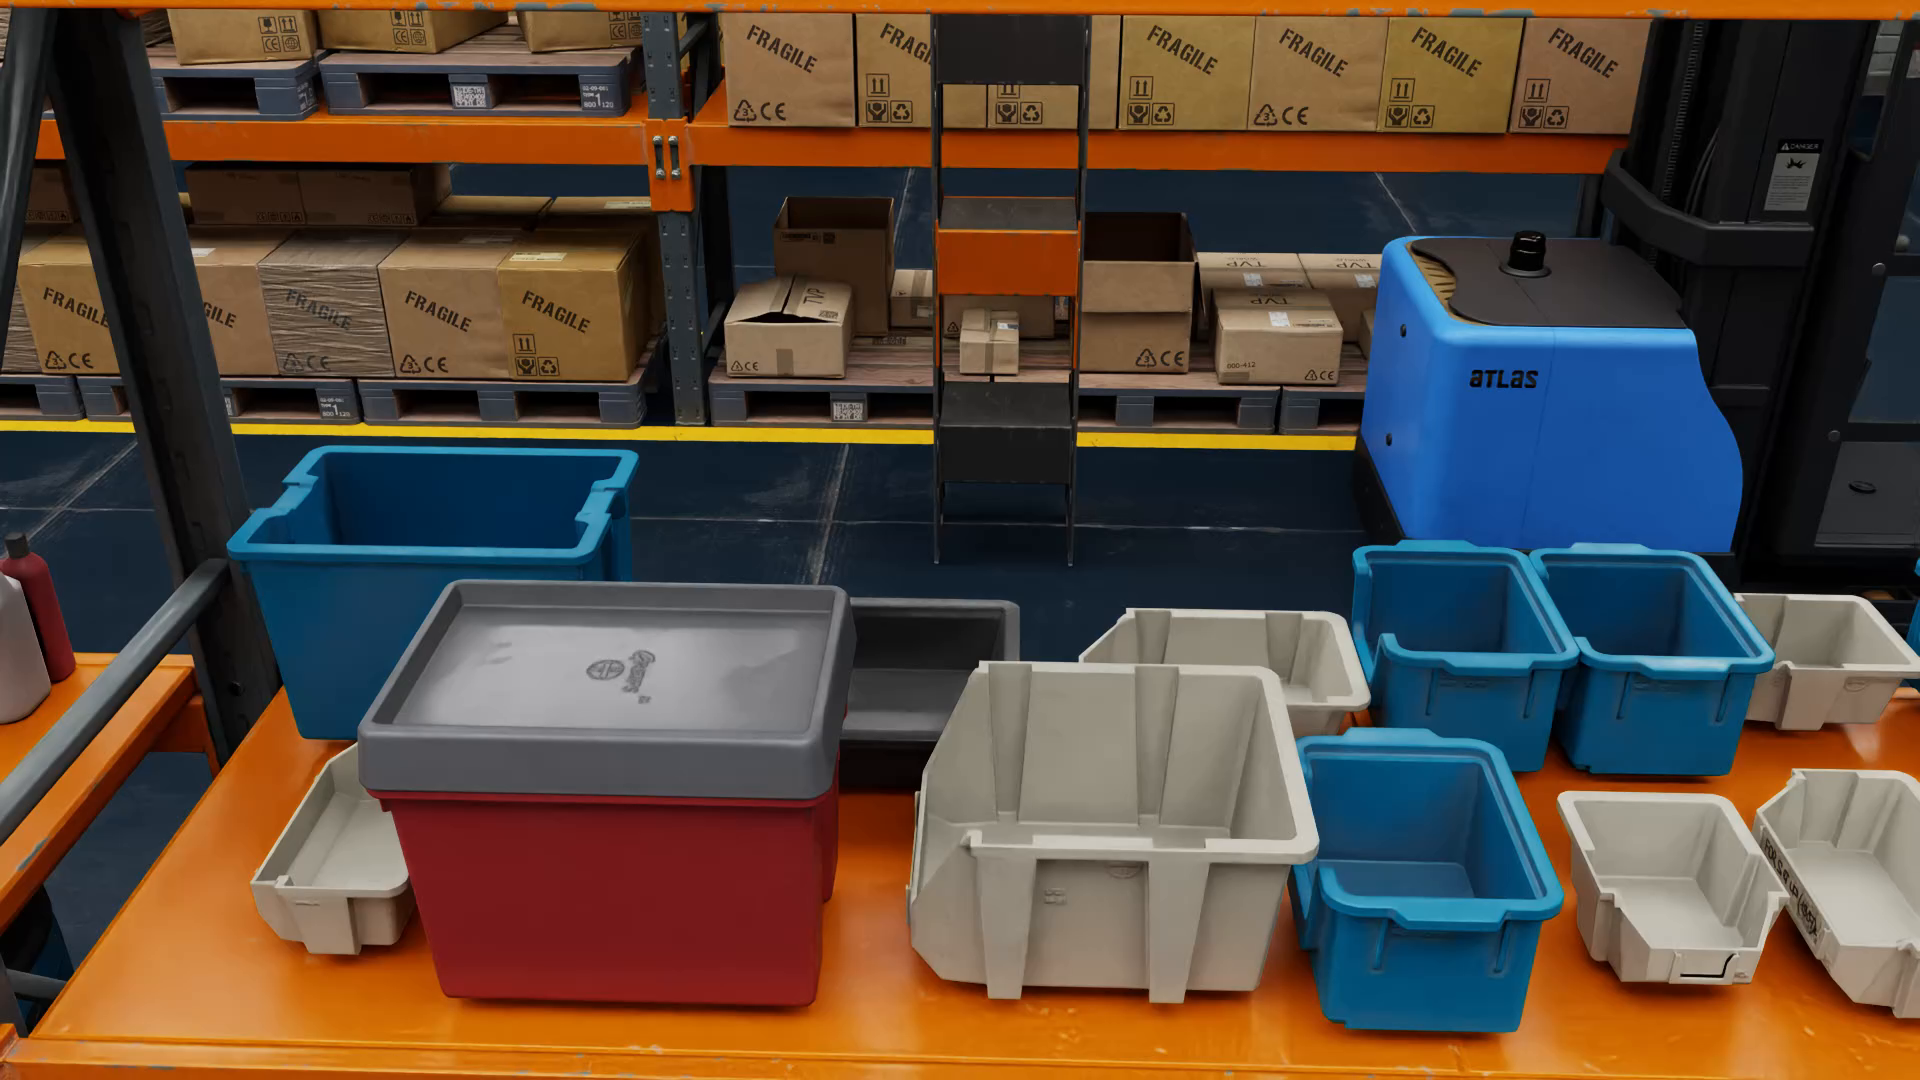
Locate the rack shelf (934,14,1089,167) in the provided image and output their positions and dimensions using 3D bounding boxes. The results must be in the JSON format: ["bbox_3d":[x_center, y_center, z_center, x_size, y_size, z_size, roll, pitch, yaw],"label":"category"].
[{"bbox_3d":[0.165,-1.531,5.432,0.480,0.518,0.431,1,28,2],"label":"rack shelf"}]

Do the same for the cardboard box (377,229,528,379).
[{"bbox_3d":[-2.143,-1.023,7.176,0.500,0.500,0.500,1,28,2],"label":"cardboard box"}]

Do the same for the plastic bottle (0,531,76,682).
[{"bbox_3d":[-1.676,0.117,2.951,0.133,0.283,0.061,1,28,2],"label":"plastic bottle"}]

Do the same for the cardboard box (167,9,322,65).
[{"bbox_3d":[-2.914,-2.277,6.788,0.500,0.500,0.700,-6,29,-11],"label":"cardboard box"}]

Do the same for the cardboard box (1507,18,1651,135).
[{"bbox_3d":[2.394,-1.905,6.534,0.500,0.500,0.500,2,28,3],"label":"cardboard box"}]

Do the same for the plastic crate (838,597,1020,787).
[{"bbox_3d":[-0.196,0.259,2.788,0.590,0.125,0.437,1,28,2],"label":"plastic crate"}]

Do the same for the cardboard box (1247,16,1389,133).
[{"bbox_3d":[1.377,-1.923,6.568,0.500,0.500,0.500,1,28,2],"label":"cardboard box"}]

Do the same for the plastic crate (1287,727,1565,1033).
[{"bbox_3d":[0.612,0.471,2.273,0.300,0.233,0.416,1,28,2],"label":"plastic crate"}]

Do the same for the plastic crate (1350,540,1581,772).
[{"bbox_3d":[0.822,0.200,2.785,0.300,0.233,0.416,1,28,2],"label":"plastic crate"}]

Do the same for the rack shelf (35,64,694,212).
[{"bbox_3d":[-3.145,-1.762,7.140,4.000,0.370,1.077,1,28,2],"label":"rack shelf"}]

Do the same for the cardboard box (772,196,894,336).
[{"bbox_3d":[-0.567,-1.260,7.624,0.500,0.500,0.500,1,28,2],"label":"cardboard box"}]

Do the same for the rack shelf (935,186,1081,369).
[{"bbox_3d":[0.165,-0.913,5.759,0.480,0.518,0.431,1,28,2],"label":"rack shelf"}]

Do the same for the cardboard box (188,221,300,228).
[{"bbox_3d":[-3.159,-1.283,7.667,0.500,0.500,0.500,0,28,0],"label":"cardboard box"}]

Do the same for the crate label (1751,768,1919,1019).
[{"bbox_3d":[1.283,0.494,2.333,0.243,0.136,0.396,1,28,2],"label":"crate label"}]

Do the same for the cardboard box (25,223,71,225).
[{"bbox_3d":[-4.201,-1.298,7.694,0.500,0.500,0.500,2,28,4],"label":"cardboard box"}]

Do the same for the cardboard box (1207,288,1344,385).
[{"bbox_3d":[1.351,-0.884,7.181,0.500,0.250,0.500,1,28,2],"label":"cardboard box"}]

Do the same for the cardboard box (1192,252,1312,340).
[{"bbox_3d":[1.319,-1.119,7.624,0.500,0.250,0.500,1,28,2],"label":"cardboard box"}]

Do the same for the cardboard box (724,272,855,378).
[{"bbox_3d":[-0.734,-0.945,7.232,0.500,0.311,0.500,1,28,2],"label":"cardboard box"}]

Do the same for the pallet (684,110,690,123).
[{"bbox_3d":[-1.749,-3.111,11.894,1.213,0.211,1.003,1,28,2],"label":"pallet"}]

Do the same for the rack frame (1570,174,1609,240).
[{"bbox_3d":[2.852,-1.981,6.784,0.127,3.000,1.000,1,28,2],"label":"rack frame"}]

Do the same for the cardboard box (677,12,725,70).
[{"bbox_3d":[-1.629,-3.551,11.594,0.750,0.750,0.750,1,28,2],"label":"cardboard box"}]

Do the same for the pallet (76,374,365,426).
[{"bbox_3d":[-3.183,-0.830,7.590,1.213,0.211,1.003,1,28,2],"label":"pallet"}]

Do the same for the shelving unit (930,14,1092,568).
[{"bbox_3d":[0.165,-0.925,5.753,0.503,2.100,0.431,1,28,2],"label":"shelving unit"}]

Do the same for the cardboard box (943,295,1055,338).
[{"bbox_3d":[0.183,-1.164,7.645,0.500,0.311,0.500,1,28,2],"label":"cardboard box"}]

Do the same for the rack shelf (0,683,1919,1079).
[{"bbox_3d":[0.674,0.622,2.641,4.000,0.370,1.077,1,28,2],"label":"rack shelf"}]

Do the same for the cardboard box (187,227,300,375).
[{"bbox_3d":[-3.152,-1.039,7.206,0.500,0.500,0.500,0,28,0],"label":"cardboard box"}]

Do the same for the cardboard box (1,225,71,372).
[{"bbox_3d":[-4.175,-1.056,7.238,0.500,0.500,0.500,0,28,0],"label":"cardboard box"}]

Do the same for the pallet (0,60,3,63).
[{"bbox_3d":[-4.464,-2.050,7.119,1.003,0.211,1.213,1,28,2],"label":"pallet"}]

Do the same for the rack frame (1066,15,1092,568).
[{"bbox_3d":[0.409,-0.921,5.745,0.015,2.100,0.400,1,28,2],"label":"rack frame"}]

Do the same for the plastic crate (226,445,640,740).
[{"bbox_3d":[-0.846,0.100,2.812,0.575,0.384,0.392,1,28,2],"label":"plastic crate"}]

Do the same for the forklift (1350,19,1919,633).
[{"bbox_3d":[3.018,-1.209,5.401,3.031,2.935,1.130,1,28,2],"label":"forklift"}]

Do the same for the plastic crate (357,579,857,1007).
[{"bbox_3d":[-0.441,0.349,2.257,0.583,0.464,0.402,1,28,2],"label":"plastic crate"}]

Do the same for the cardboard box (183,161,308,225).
[{"bbox_3d":[-3.122,-1.615,7.492,0.500,0.250,0.500,0,28,1],"label":"cardboard box"}]

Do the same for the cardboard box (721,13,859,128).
[{"bbox_3d":[-0.646,-1.955,6.629,0.500,0.500,0.500,2,28,3],"label":"cardboard box"}]

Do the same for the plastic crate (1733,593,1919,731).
[{"bbox_3d":[1.442,0.214,2.861,0.298,0.136,0.250,1,28,2],"label":"plastic crate"}]

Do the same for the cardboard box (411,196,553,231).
[{"bbox_3d":[-2.154,-1.263,7.628,0.500,0.500,0.500,1,28,3],"label":"cardboard box"}]

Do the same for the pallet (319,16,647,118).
[{"bbox_3d":[-1.941,-2.026,7.075,1.213,0.211,1.003,1,28,2],"label":"pallet"}]

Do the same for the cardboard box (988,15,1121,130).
[{"bbox_3d":[0.365,-1.939,6.598,0.500,0.500,0.500,1,28,2],"label":"cardboard box"}]

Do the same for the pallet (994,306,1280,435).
[{"bbox_3d":[0.763,-0.784,7.504,1.213,0.211,1.003,1,28,2],"label":"pallet"}]

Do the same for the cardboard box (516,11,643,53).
[{"bbox_3d":[-1.612,-2.389,6.999,0.500,0.500,0.700,-8,29,-15],"label":"cardboard box"}]
